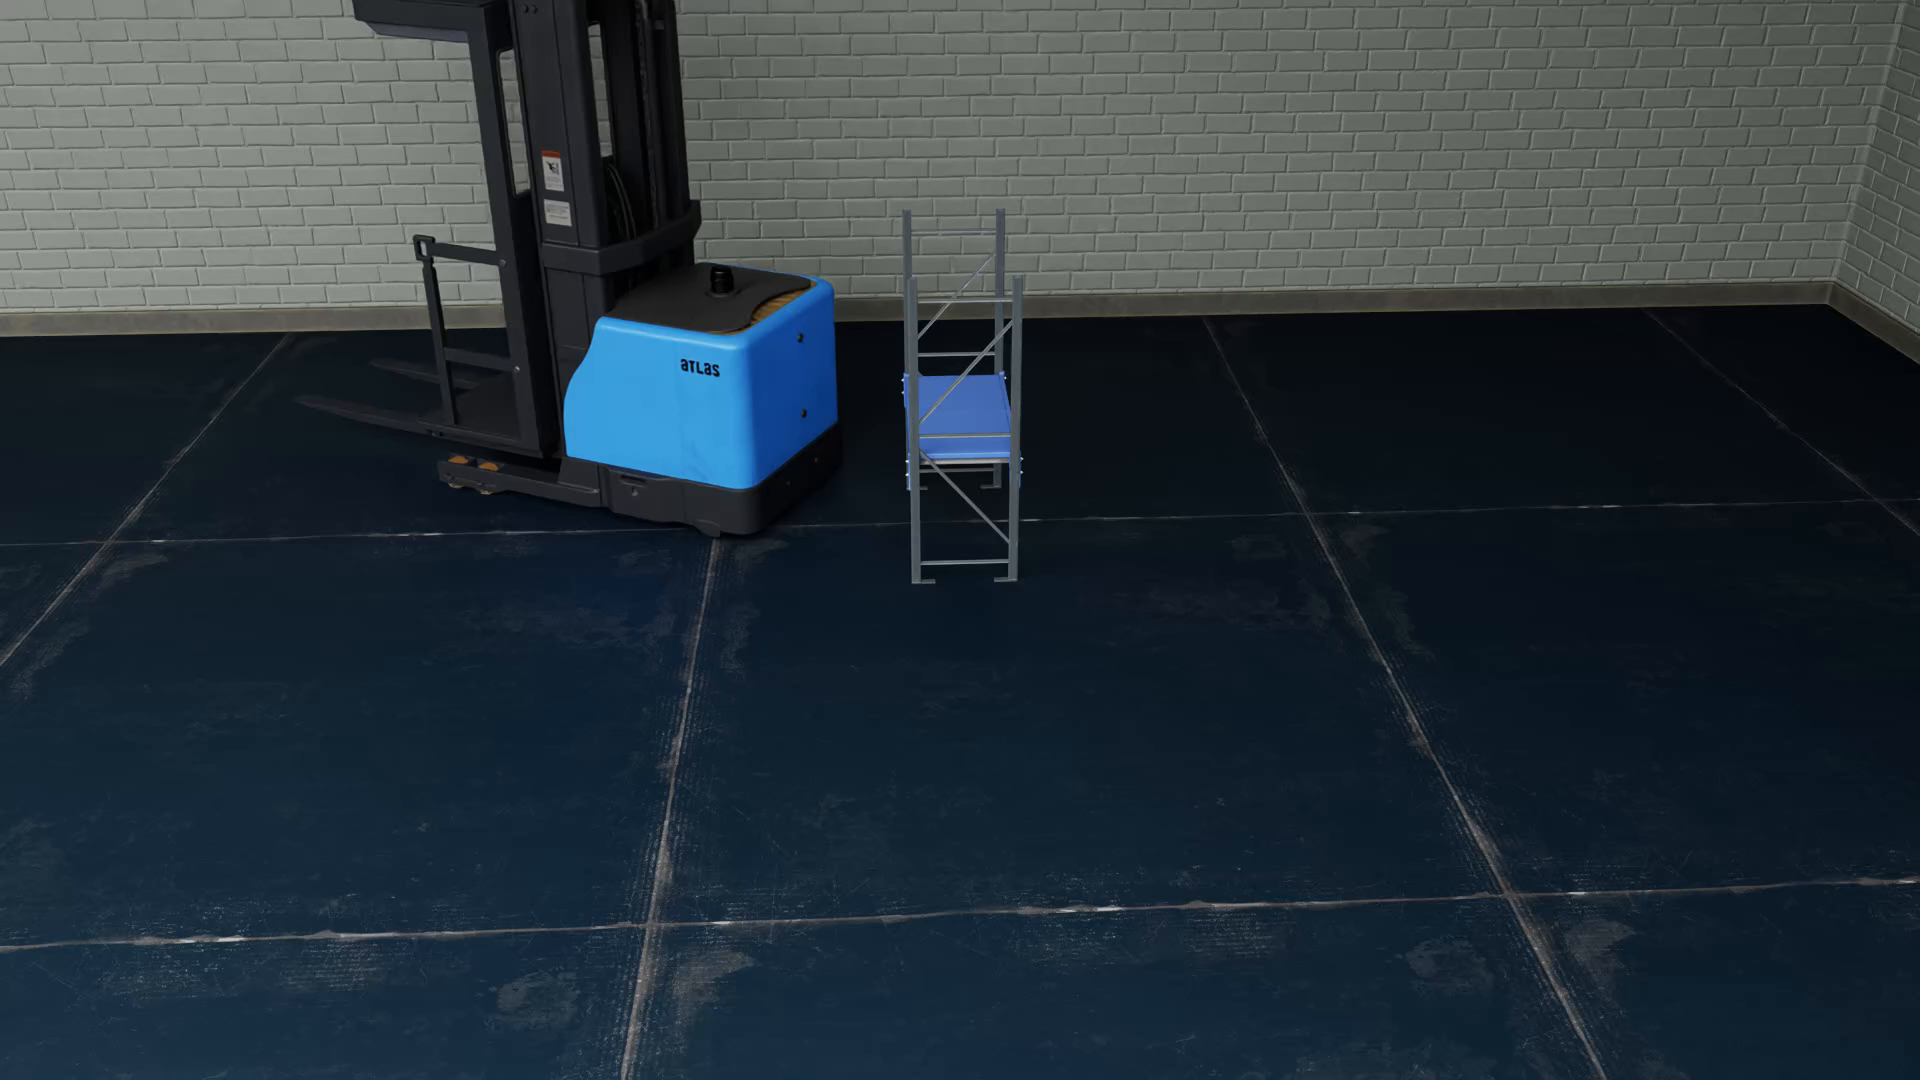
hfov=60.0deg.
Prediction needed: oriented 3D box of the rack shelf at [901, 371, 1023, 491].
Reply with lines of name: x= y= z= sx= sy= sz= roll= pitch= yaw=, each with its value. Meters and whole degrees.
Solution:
rack shelf: x=-0.004 y=-0.545 z=8.062 sx=0.538 sy=0.185 sz=1.000 roll=-1 pitch=28 yaw=-3

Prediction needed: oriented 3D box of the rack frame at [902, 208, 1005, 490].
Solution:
rack frame: x=-0.031 y=-0.939 z=8.429 sx=0.500 sy=1.500 sz=0.032 roll=-1 pitch=28 yaw=-3

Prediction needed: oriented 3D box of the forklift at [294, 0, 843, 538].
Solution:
forklift: x=-2.194 y=-1.747 z=8.429 sx=3.031 sy=2.935 sz=1.130 roll=11 pitch=30 yaw=21

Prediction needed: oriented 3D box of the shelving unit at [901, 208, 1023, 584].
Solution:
shelving unit: x=-0.004 y=-0.704 z=7.979 sx=0.538 sy=1.500 sz=1.048 roll=-1 pitch=28 yaw=-3

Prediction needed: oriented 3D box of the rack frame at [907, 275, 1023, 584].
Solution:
rack frame: x=0.022 y=-0.470 z=7.529 sx=0.500 sy=1.500 sz=0.032 roll=-1 pitch=28 yaw=-3
